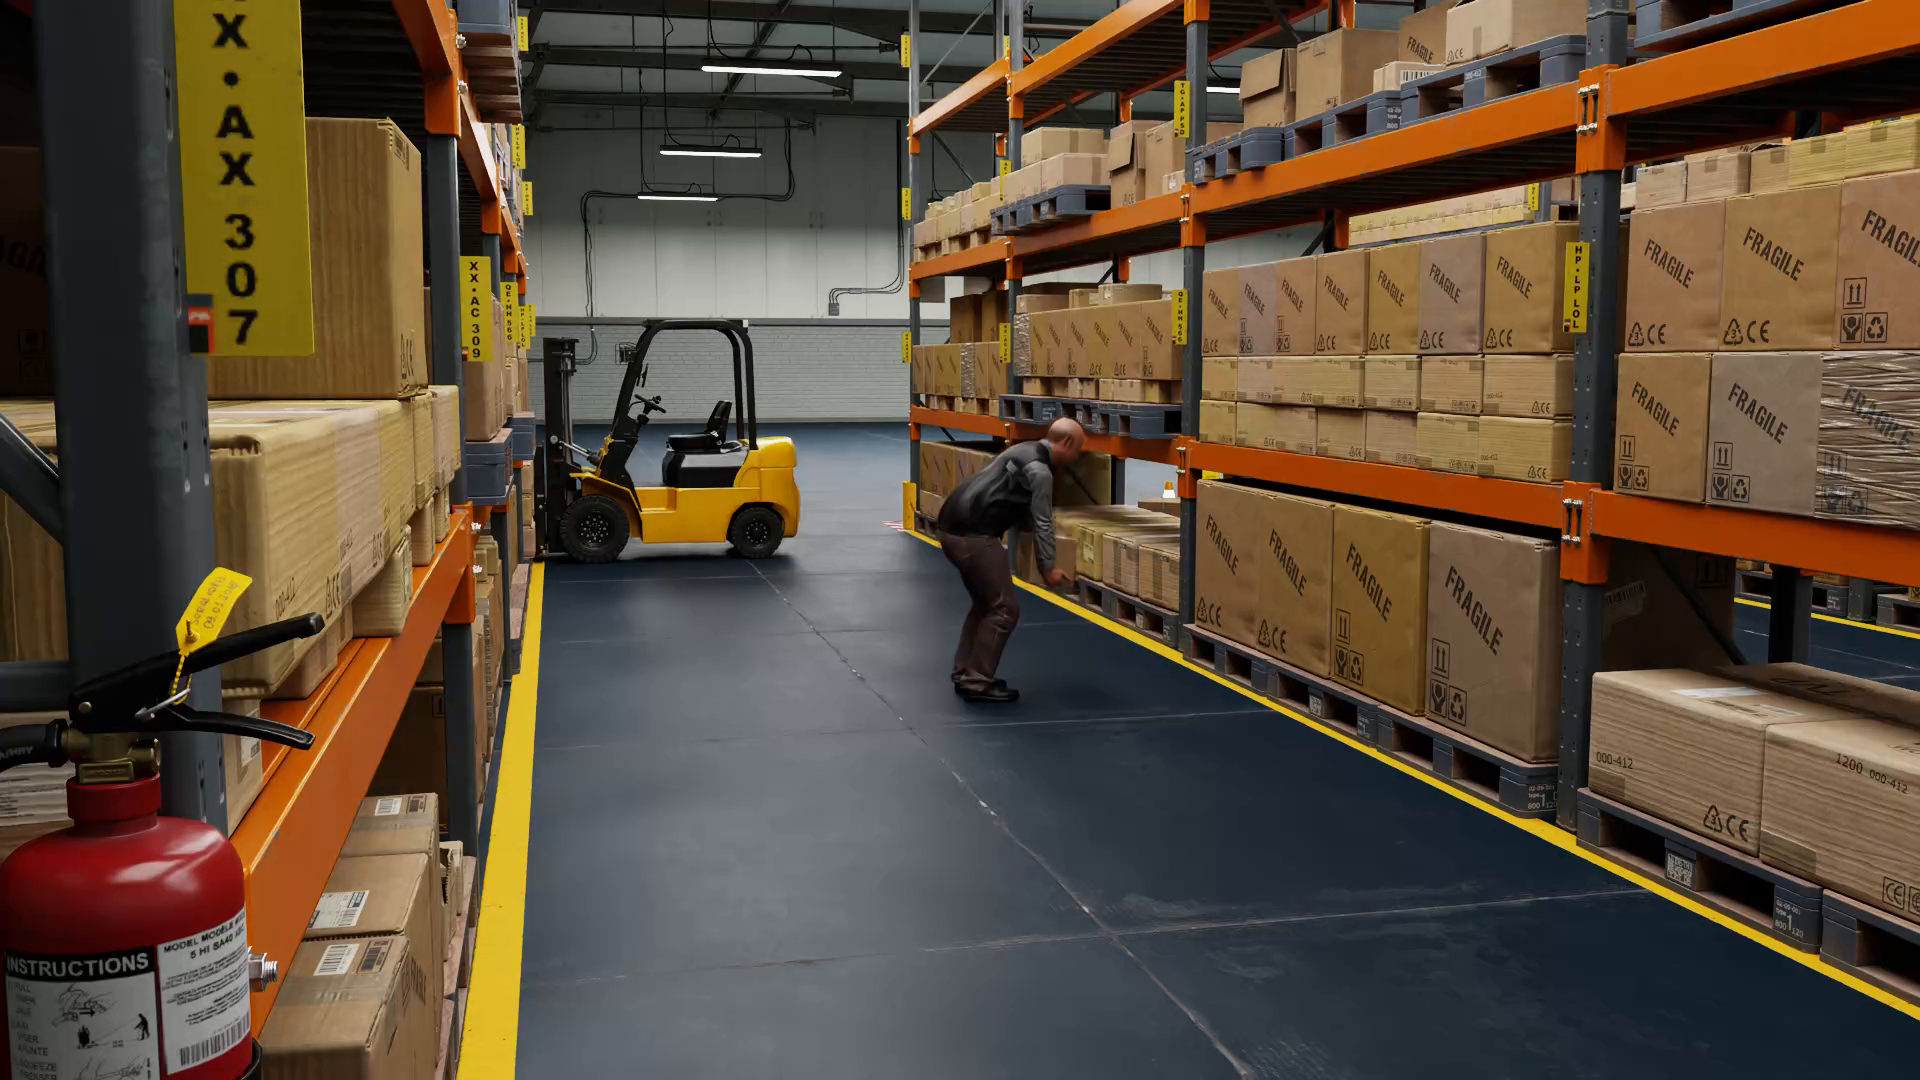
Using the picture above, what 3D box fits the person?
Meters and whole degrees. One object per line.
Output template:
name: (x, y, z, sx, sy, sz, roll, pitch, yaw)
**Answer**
person: (0.278, 0.093, 8.851, 0.797, 1.480, 0.470, -2, 6, -15)
